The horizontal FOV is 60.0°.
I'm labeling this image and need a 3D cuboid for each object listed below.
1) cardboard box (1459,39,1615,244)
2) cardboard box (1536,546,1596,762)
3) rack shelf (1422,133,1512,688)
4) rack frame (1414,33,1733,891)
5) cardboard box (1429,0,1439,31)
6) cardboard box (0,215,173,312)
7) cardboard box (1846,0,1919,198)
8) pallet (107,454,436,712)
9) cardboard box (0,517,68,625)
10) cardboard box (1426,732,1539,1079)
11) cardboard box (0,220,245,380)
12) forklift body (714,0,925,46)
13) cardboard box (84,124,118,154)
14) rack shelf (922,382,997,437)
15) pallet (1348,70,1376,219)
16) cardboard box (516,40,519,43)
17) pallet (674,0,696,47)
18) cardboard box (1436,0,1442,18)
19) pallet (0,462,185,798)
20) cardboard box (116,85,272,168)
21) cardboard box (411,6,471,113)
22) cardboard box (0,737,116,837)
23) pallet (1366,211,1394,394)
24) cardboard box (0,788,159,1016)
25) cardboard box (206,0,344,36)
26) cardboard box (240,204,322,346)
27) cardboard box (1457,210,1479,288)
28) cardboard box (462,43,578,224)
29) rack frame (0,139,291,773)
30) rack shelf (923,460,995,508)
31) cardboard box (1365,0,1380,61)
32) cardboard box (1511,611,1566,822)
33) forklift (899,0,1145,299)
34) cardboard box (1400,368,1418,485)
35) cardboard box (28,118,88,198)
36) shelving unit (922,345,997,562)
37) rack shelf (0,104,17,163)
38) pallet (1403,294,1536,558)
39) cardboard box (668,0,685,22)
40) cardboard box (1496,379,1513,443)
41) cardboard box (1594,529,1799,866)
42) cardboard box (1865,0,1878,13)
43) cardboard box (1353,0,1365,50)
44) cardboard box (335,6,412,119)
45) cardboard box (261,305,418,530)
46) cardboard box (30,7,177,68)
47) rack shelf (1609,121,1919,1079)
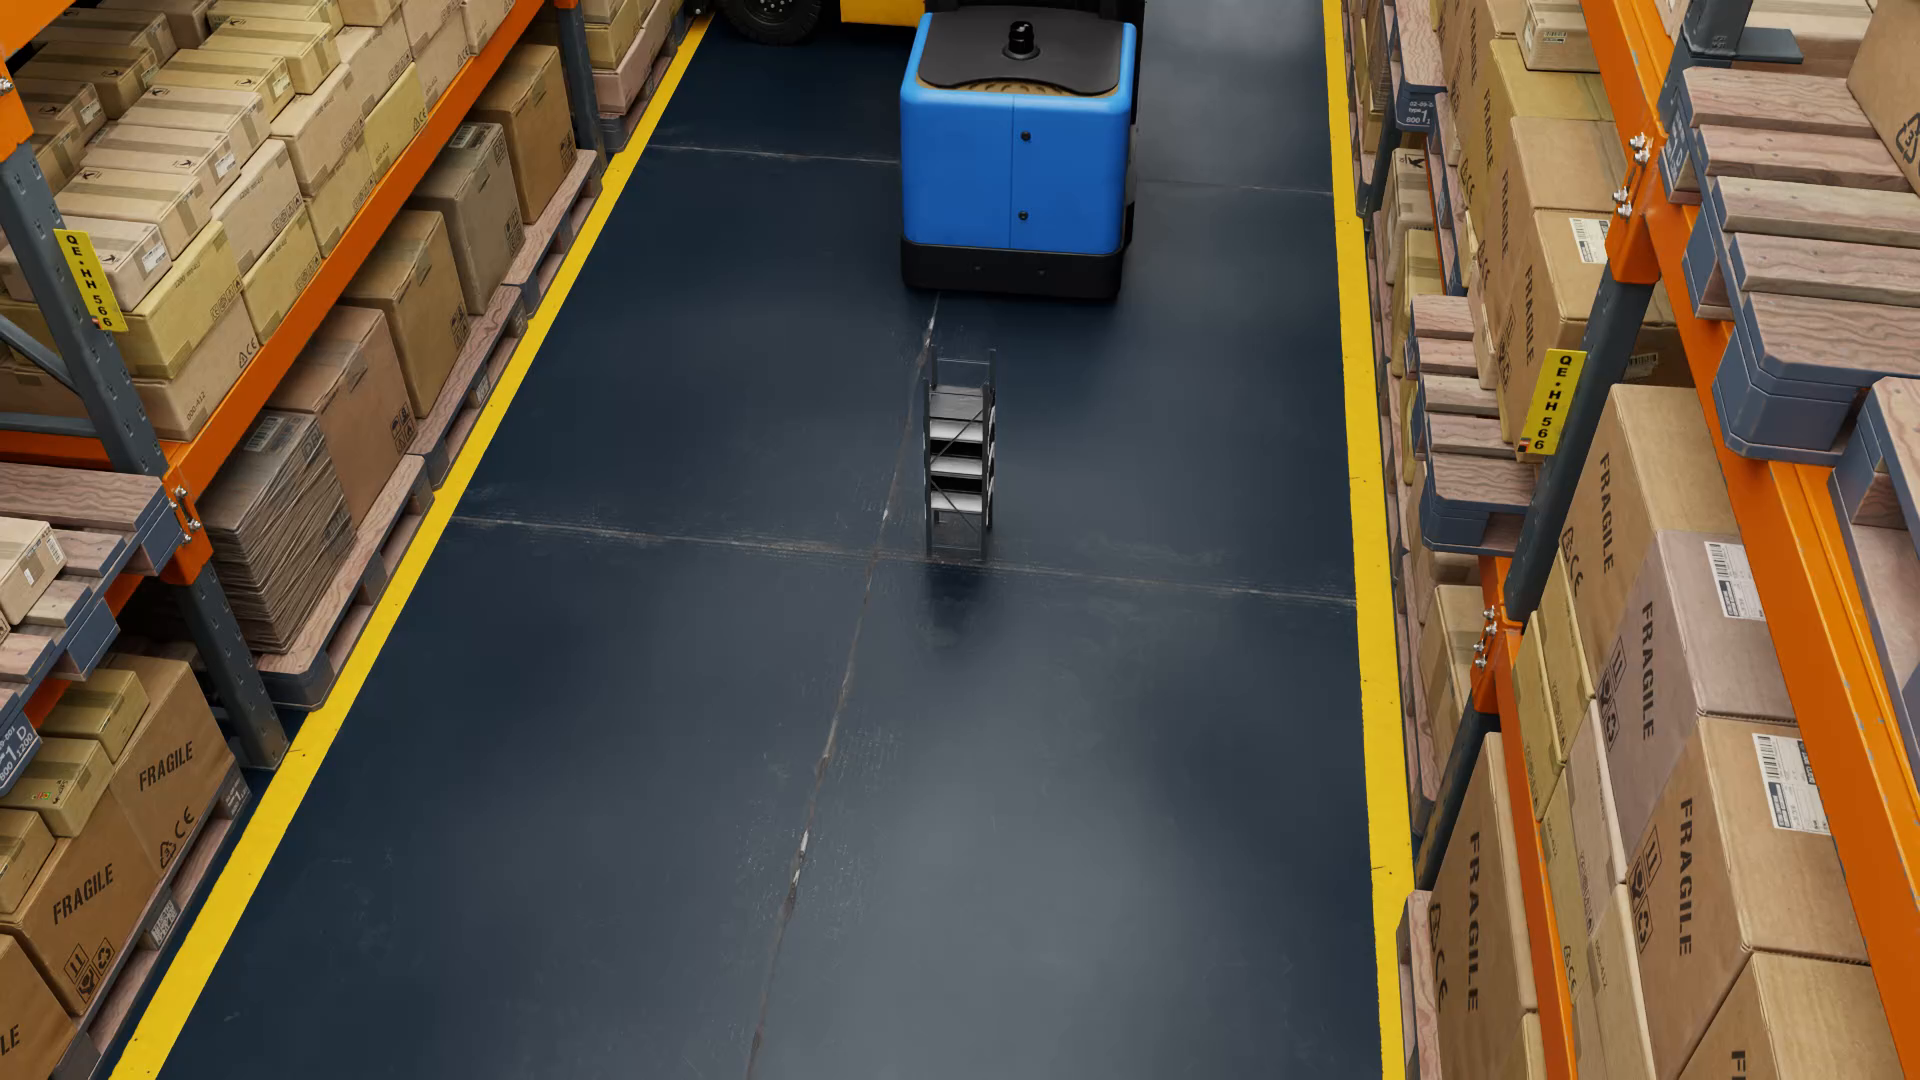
[{"bbox_3d":[1.923,-1.235,5.278,0.500,0.500,0.500,3,43,3],"label":"cardboard box"},{"bbox_3d":[1.703,0.290,4.008,0.500,0.250,0.500,5,44,5],"label":"cardboard box"},{"bbox_3d":[2.279,-1.008,6.156,1.077,0.370,4.000,5,44,6],"label":"rack shelf"},{"bbox_3d":[2.015,0.094,4.469,1.000,3.000,0.127,5,44,6],"label":"rack frame"},{"bbox_3d":[2.116,-2.176,6.744,0.380,0.149,0.250,6,44,6],"label":"cardboard box"},{"bbox_3d":[-2.572,-0.817,4.886,0.380,0.149,0.250,6,44,7],"label":"cardboard box"},{"bbox_3d":[2.115,-0.914,2.972,0.797,0.503,0.637,3,44,3],"label":"cardboard box"},{"bbox_3d":[-2.758,0.101,6.490,1.003,0.211,1.213,5,44,6],"label":"pallet"},{"bbox_3d":[-2.612,0.067,4.375,0.380,0.149,0.250,6,44,6],"label":"cardboard box"},{"bbox_3d":[1.841,1.176,4.566,0.875,0.875,0.875,5,44,5],"label":"cardboard box"},{"bbox_3d":[-2.580,-0.760,5.116,0.500,0.250,0.500,5,44,5],"label":"cardboard box"},{"bbox_3d":[-0.290,-4.040,9.453,2.313,2.155,1.214,5,44,6],"label":"forklift body"},{"bbox_3d":[-3.056,-1.162,5.541,0.500,0.250,0.500,6,44,6],"label":"cardboard box"},{"bbox_3d":[-0.001,-0.493,6.272,0.258,0.077,0.200,5,44,6],"label":"rack shelf"},{"bbox_3d":[2.598,-2.080,8.794,1.003,0.211,1.213,5,44,6],"label":"pallet"},{"bbox_3d":[-2.516,-2.767,8.821,0.500,0.250,0.500,4,44,5],"label":"cardboard box"},{"bbox_3d":[-2.071,-3.440,10.229,1.003,0.211,1.213,5,44,6],"label":"pallet"},{"bbox_3d":[2.132,-2.294,6.396,0.500,0.500,0.500,5,44,6],"label":"cardboard box"},{"bbox_3d":[-2.926,0.183,4.514,1.213,0.211,1.003,5,44,6],"label":"pallet"},{"bbox_3d":[-2.507,-1.356,5.456,0.380,0.149,0.250,6,44,6],"label":"cardboard box"},{"bbox_3d":[-2.341,-1.980,6.769,0.500,0.250,0.500,5,44,6],"label":"cardboard box"},{"bbox_3d":[-2.725,0.714,4.856,0.380,0.149,0.250,3,44,3],"label":"cardboard box"},{"bbox_3d":[2.442,-1.089,7.746,1.003,0.211,1.213,5,44,6],"label":"pallet"},{"bbox_3d":[-2.825,1.049,4.974,0.500,0.500,0.500,5,44,5],"label":"cardboard box"},{"bbox_3d":[-2.473,-1.883,6.013,0.380,0.149,0.250,5,44,6],"label":"cardboard box"},{"bbox_3d":[-2.533,-0.923,5.652,0.500,0.250,0.500,4,44,5],"label":"cardboard box"},{"bbox_3d":[1.841,-0.937,5.435,0.380,0.149,0.250,6,44,6],"label":"cardboard box"},{"bbox_3d":[-2.435,-2.014,8.117,0.875,0.625,0.625,7,44,7],"label":"cardboard box"},{"bbox_3d":[-2.906,-0.355,4.943,1.000,3.000,0.127,5,44,6],"label":"rack frame"},{"bbox_3d":[-0.001,-0.232,6.520,0.258,0.077,0.200,5,44,6],"label":"rack shelf"},{"bbox_3d":[2.421,-2.833,8.709,0.500,0.500,0.500,6,44,6],"label":"cardboard box"},{"bbox_3d":[1.701,0.459,4.192,0.500,0.250,0.500,5,44,5],"label":"cardboard box"},{"bbox_3d":[0.397,-3.217,8.015,1.130,2.935,3.031,4,44,5],"label":"forklift"},{"bbox_3d":[2.295,-0.508,6.711,0.950,0.372,0.625,7,44,7],"label":"cardboard box"},{"bbox_3d":[-3.045,-1.226,5.319,0.380,0.149,0.250,5,44,5],"label":"cardboard box"},{"bbox_3d":[-0.001,-0.321,6.435,0.258,0.900,0.210,5,44,6],"label":"shelving unit"},{"bbox_3d":[-3.170,0.181,2.719,1.077,0.370,4.000,5,44,6],"label":"rack shelf"},{"bbox_3d":[2.004,-0.332,5.058,1.213,0.211,1.003,5,44,6],"label":"pallet"},{"bbox_3d":[-1.880,-3.233,9.677,0.500,0.250,0.500,6,44,6],"label":"cardboard box"},{"bbox_3d":[1.789,-0.401,4.869,0.380,0.149,0.250,6,44,6],"label":"cardboard box"},{"bbox_3d":[1.651,0.348,3.401,0.500,0.500,0.500,5,44,6],"label":"cardboard box"},{"bbox_3d":[2.225,-1.103,3.734,0.380,0.149,0.250,5,44,6],"label":"cardboard box"},{"bbox_3d":[2.488,-2.923,9.350,0.500,0.250,0.500,6,44,6],"label":"cardboard box"},{"bbox_3d":[-2.408,-1.808,6.224,0.500,0.250,0.500,6,44,6],"label":"cardboard box"},{"bbox_3d":[-2.731,-0.515,6.534,0.875,0.625,0.625,7,44,7],"label":"cardboard box"},{"bbox_3d":[-3.019,-1.748,5.870,0.380,0.149,0.250,5,44,5],"label":"cardboard box"},{"bbox_3d":[1.751,0.629,2.245,1.077,0.370,4.000,5,44,6],"label":"rack shelf"}]
